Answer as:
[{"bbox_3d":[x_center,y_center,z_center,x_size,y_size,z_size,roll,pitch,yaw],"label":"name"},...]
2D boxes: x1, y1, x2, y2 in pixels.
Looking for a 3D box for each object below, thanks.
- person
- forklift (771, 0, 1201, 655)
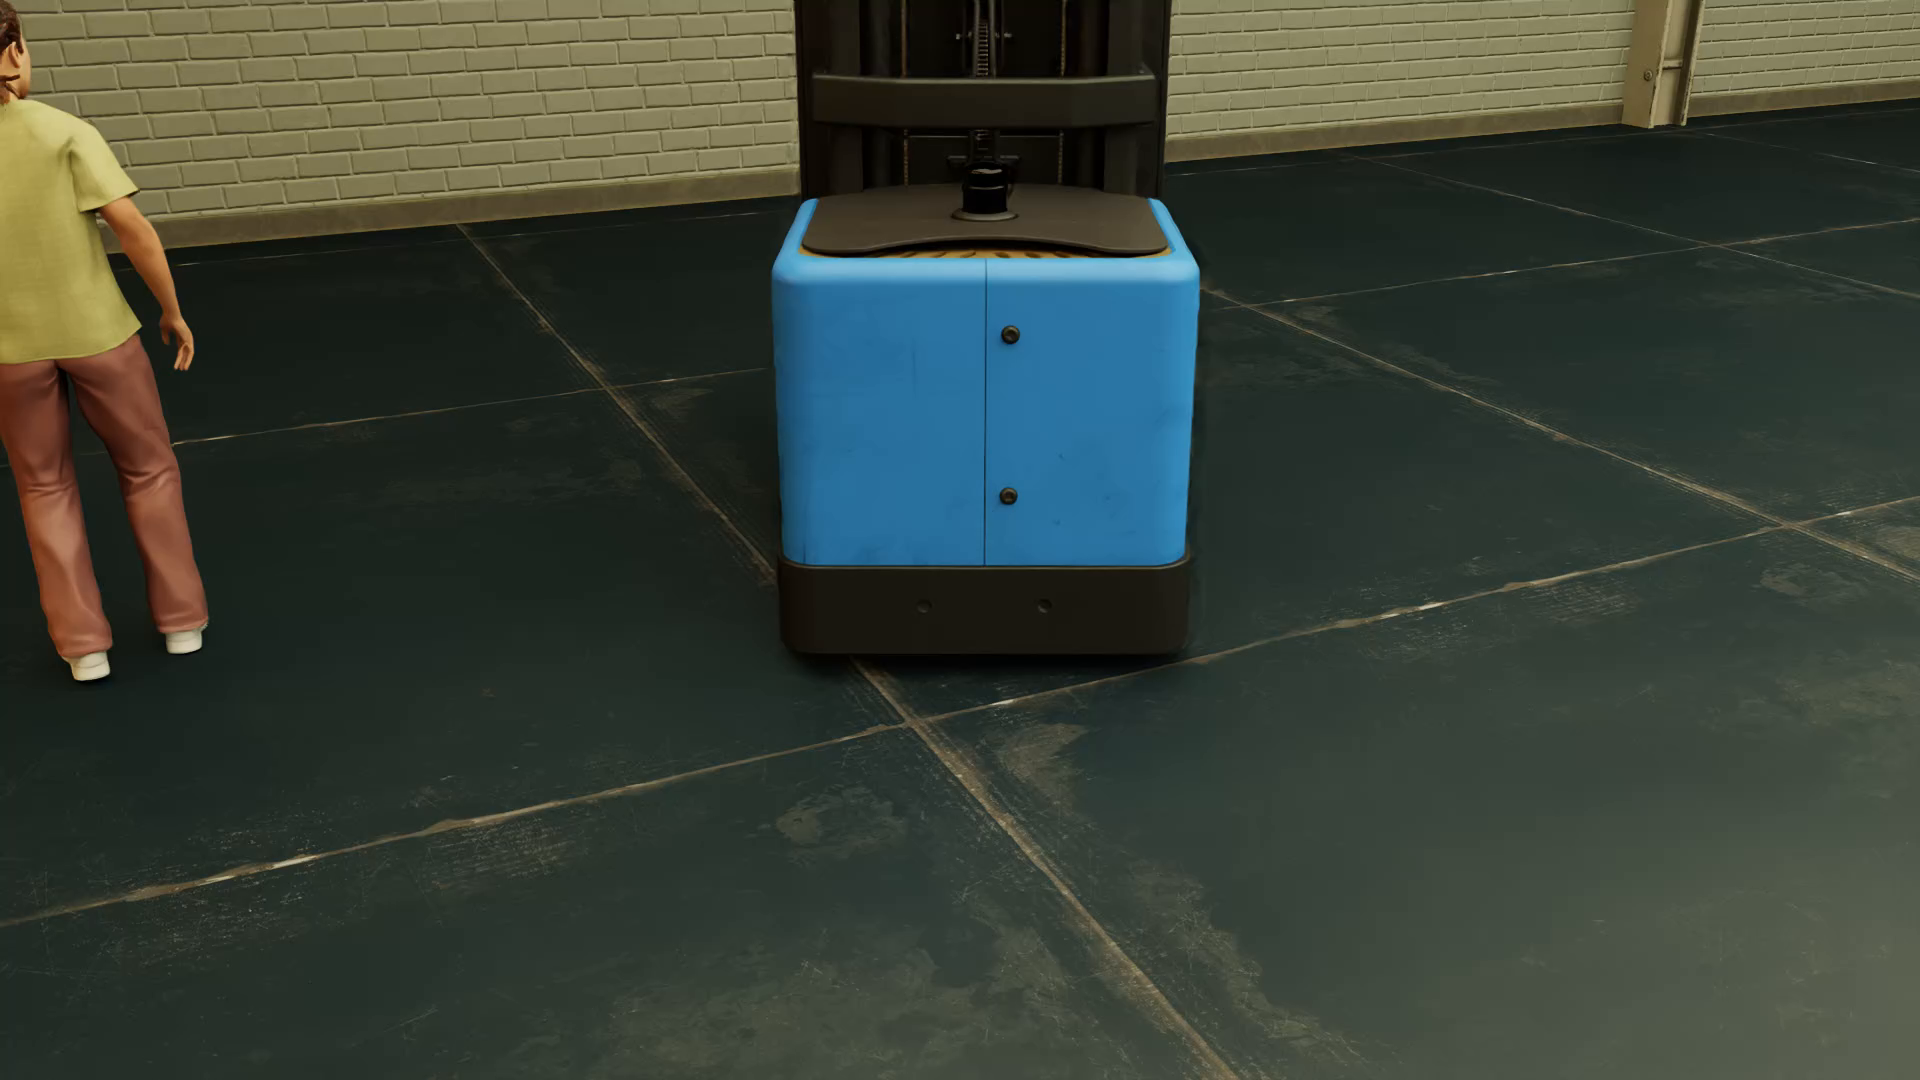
[{"bbox_3d":[-2.206,-0.478,4.087,0.592,1.667,0.405,-8,24,-19],"label":"person"},{"bbox_3d":[0.066,-1.577,5.082,1.130,2.935,3.031,0,23,0],"label":"forklift"}]
